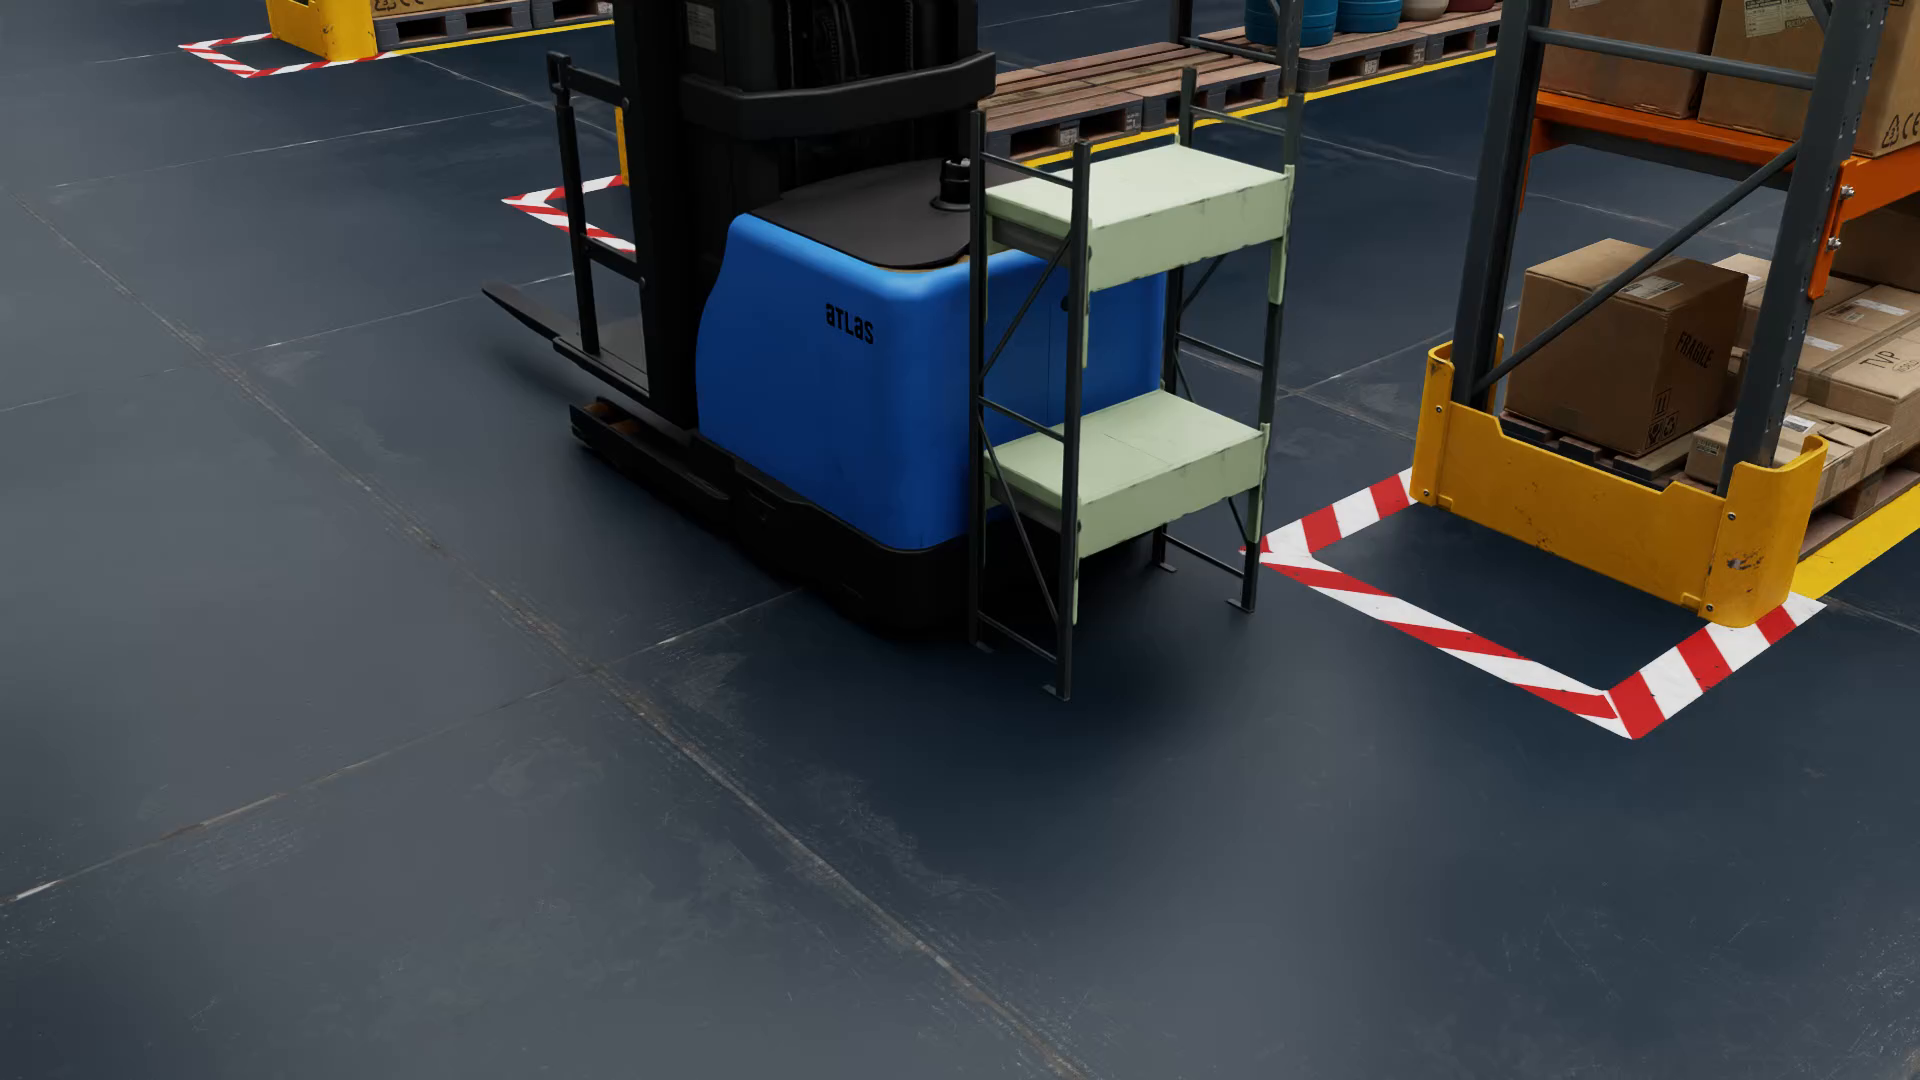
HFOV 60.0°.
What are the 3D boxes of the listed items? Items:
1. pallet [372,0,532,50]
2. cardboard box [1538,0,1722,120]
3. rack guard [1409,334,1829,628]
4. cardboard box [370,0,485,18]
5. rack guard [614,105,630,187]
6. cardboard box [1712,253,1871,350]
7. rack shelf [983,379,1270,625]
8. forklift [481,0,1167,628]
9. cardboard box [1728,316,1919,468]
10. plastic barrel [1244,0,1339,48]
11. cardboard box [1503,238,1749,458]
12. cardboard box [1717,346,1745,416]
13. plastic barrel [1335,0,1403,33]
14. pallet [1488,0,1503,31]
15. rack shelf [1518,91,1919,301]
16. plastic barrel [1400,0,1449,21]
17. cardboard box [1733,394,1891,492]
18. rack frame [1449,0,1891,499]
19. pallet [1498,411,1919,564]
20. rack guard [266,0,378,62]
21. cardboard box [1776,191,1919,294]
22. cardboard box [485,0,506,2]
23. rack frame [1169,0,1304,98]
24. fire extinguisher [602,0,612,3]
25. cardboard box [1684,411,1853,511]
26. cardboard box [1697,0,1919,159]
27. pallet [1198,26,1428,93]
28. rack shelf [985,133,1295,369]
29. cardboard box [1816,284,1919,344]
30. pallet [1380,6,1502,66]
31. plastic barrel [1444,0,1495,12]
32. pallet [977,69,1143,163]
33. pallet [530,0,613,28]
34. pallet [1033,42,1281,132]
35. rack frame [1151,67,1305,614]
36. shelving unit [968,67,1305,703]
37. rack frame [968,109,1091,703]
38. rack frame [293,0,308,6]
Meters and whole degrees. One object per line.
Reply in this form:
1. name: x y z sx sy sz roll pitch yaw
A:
1. pallet: -3.950 -3.892 12.308 1.213 0.211 1.003 -22 35 -35
2. cardboard box: 2.084 -1.574 4.908 0.500 0.500 0.500 -21 34 -33
3. rack guard: 1.977 -0.217 5.125 0.348 0.500 1.175 -22 35 -35
4. cardboard box: -4.072 -4.322 11.963 0.875 0.875 0.875 -22 35 -35
5. rack guard: -1.302 -1.959 8.384 0.348 0.500 1.175 -22 35 -35
6. cardboard box: 2.916 -0.812 6.037 0.500 0.250 0.500 -22 35 -35
7. rack shelf: 0.442 -0.123 4.581 0.720 0.370 0.431 -21 35 -34
8. forklift: -0.710 -1.670 5.265 1.130 2.935 3.031 -21 35 -34
9. cardboard box: 2.898 -0.495 5.444 0.500 0.250 0.500 -22 35 -35
10. plastic barrel: 2.175 -3.717 10.803 0.708 0.901 0.600 -22 35 -35
11. cardboard box: 2.173 -0.642 5.454 0.500 0.500 0.500 -22 35 -35
12. cardboard box: 2.540 -0.586 5.704 0.250 0.166 0.380 -22 35 -35
13. plastic barrel: 2.714 -3.933 11.208 0.708 0.901 0.600 -22 35 -35
14. pallet: 4.221 -4.034 12.575 1.213 0.211 1.003 -22 35 -35
15. rack shelf: 3.441 -1.590 5.807 4.000 0.370 1.077 -22 35 -35
16. plastic barrel: 3.202 -3.902 11.563 0.421 0.512 0.421 0 28 0
17. cardboard box: 2.651 -0.322 5.208 0.250 0.166 0.380 -22 35 -35
18. rack frame: 1.920 -1.296 4.492 0.127 3.000 1.000 -22 35 -35
19. pallet: 2.583 -0.333 5.650 1.213 0.211 1.003 -22 35 -35
20. rack guard: -4.525 -3.739 11.716 0.348 0.500 1.175 -22 35 -35
21. cardboard box: 3.537 -1.036 6.188 0.637 0.503 0.797 -22 35 -35
22. cardboard box: -3.380 -4.600 12.484 0.875 0.875 0.875 -22 35 -35
23. rack frame: 1.750 -4.297 10.107 0.127 3.000 1.000 -22 35 -35
24. fire extinguisher: -1.702 -2.991 8.142 0.183 0.674 0.296 -22 35 -35
25. cardboard box: 2.461 -0.237 5.070 0.250 0.149 0.380 -22 35 -35
26. cardboard box: 2.428 -1.381 4.546 0.500 0.500 0.500 -21 35 -34
27. pallet: 2.365 -3.288 11.178 1.213 0.211 1.003 -22 35 -35
28. rack shelf: 0.442 -0.755 4.243 0.720 0.370 0.431 -21 35 -34
29. cardboard box: 3.278 -0.648 5.730 0.500 0.250 0.500 -22 35 -35
30. pallet: 3.293 -3.663 11.881 1.213 0.211 1.003 -22 35 -35
31. plastic barrel: 3.573 -4.141 11.929 0.708 0.588 0.600 -22 35 -35
32. pallet: 0.288 -2.453 9.616 1.213 0.211 1.003 -22 35 -35
33. pallet: -3.022 -4.263 13.003 1.213 0.211 1.003 -22 35 -35
34. pallet: 1.216 -2.828 10.318 1.213 0.211 1.003 -22 35 -35
35. rack frame: 0.725 -0.520 4.632 0.023 1.500 0.400 -21 35 -34
36. shelving unit: 0.442 -0.411 4.427 0.755 1.500 0.431 -21 35 -34
37. rack frame: 0.159 -0.301 4.222 0.023 1.500 0.400 -21 35 -34
38. rack frame: -4.507 -4.849 11.141 0.127 3.000 1.000 -22 35 -35
